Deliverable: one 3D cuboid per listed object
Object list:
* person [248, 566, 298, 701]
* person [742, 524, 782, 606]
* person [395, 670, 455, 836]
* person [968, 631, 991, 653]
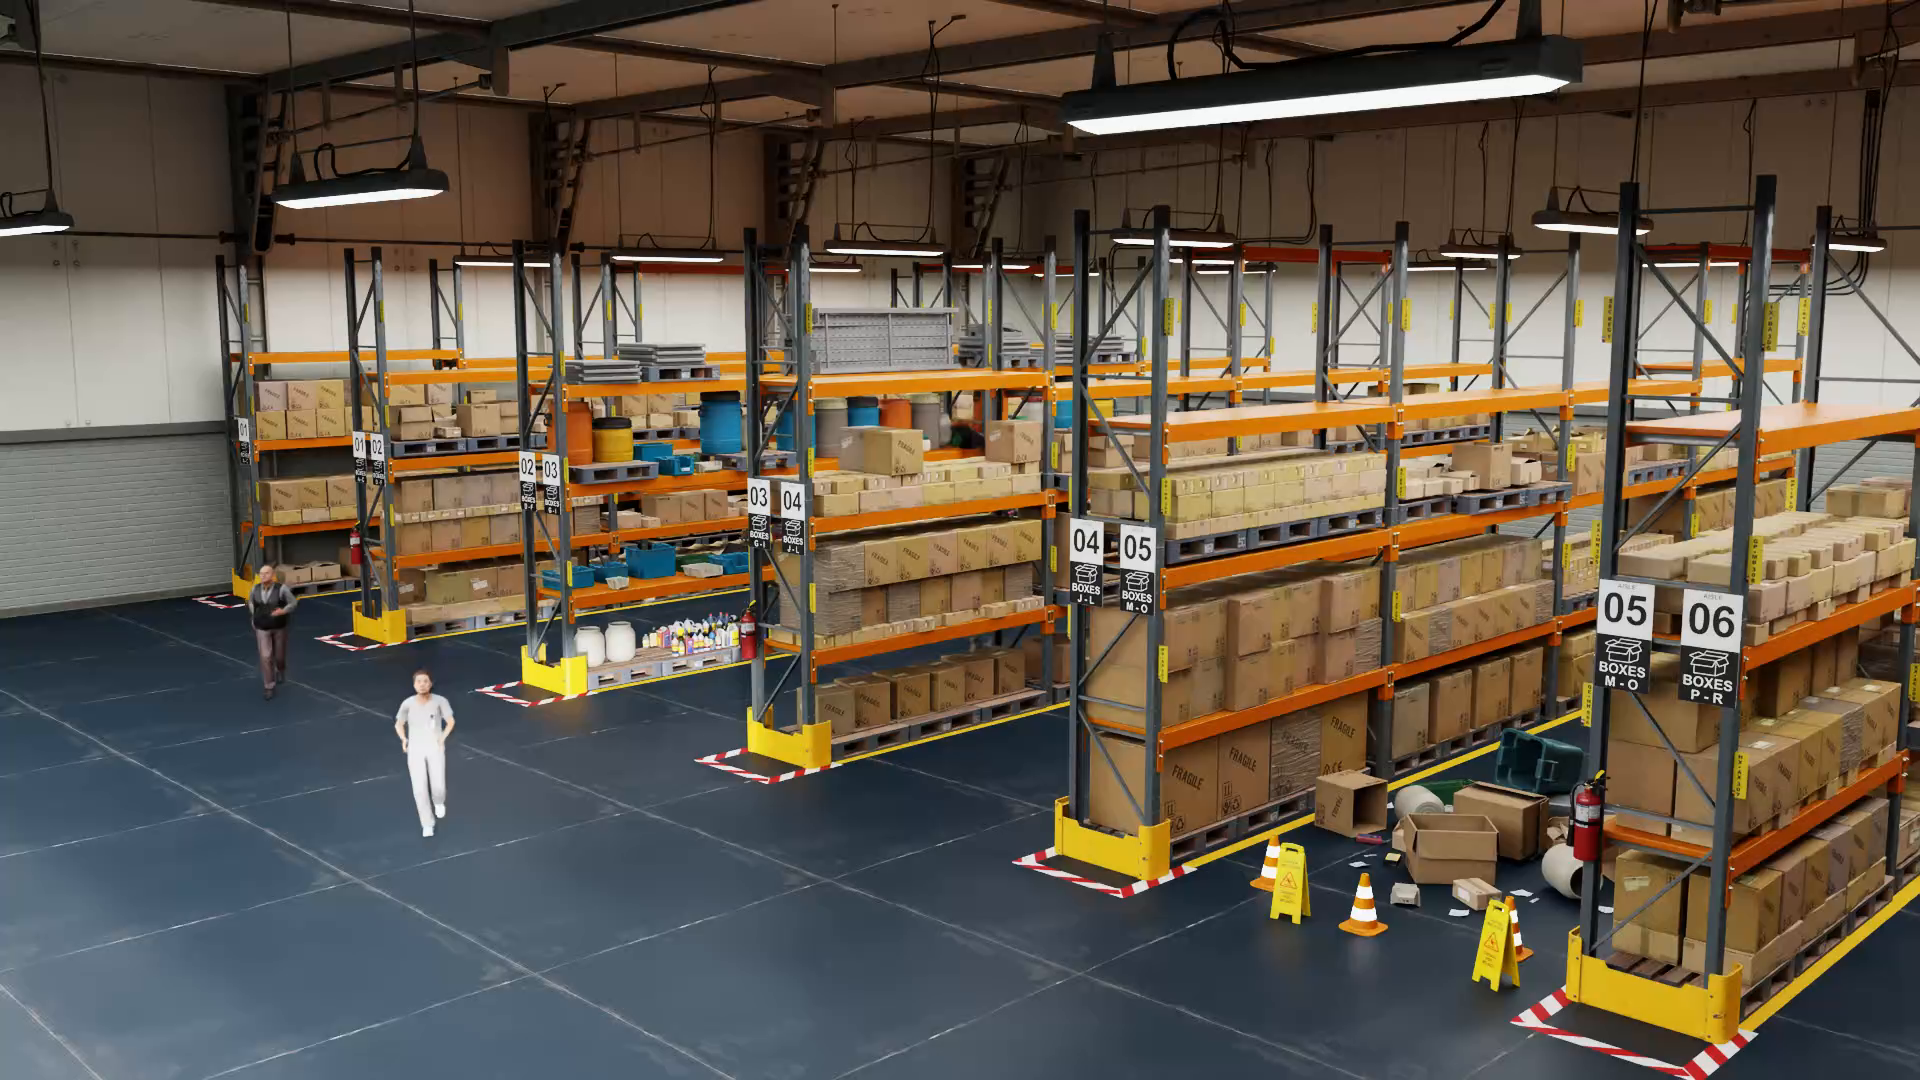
[{"bbox_3d":[-9.119,1.197,22.088,0.648,1.736,0.890,-2,8,-13],"label":"person"},{"bbox_3d":[-3.190,0.156,27.119,0.700,1.780,0.879,7,11,40],"label":"person"},{"bbox_3d":[-5.242,2.063,16.310,0.562,1.618,0.594,-2,8,-14],"label":"person"},{"bbox_3d":[0.313,0.712,23.403,0.638,1.853,0.675,6,10,35],"label":"person"}]
